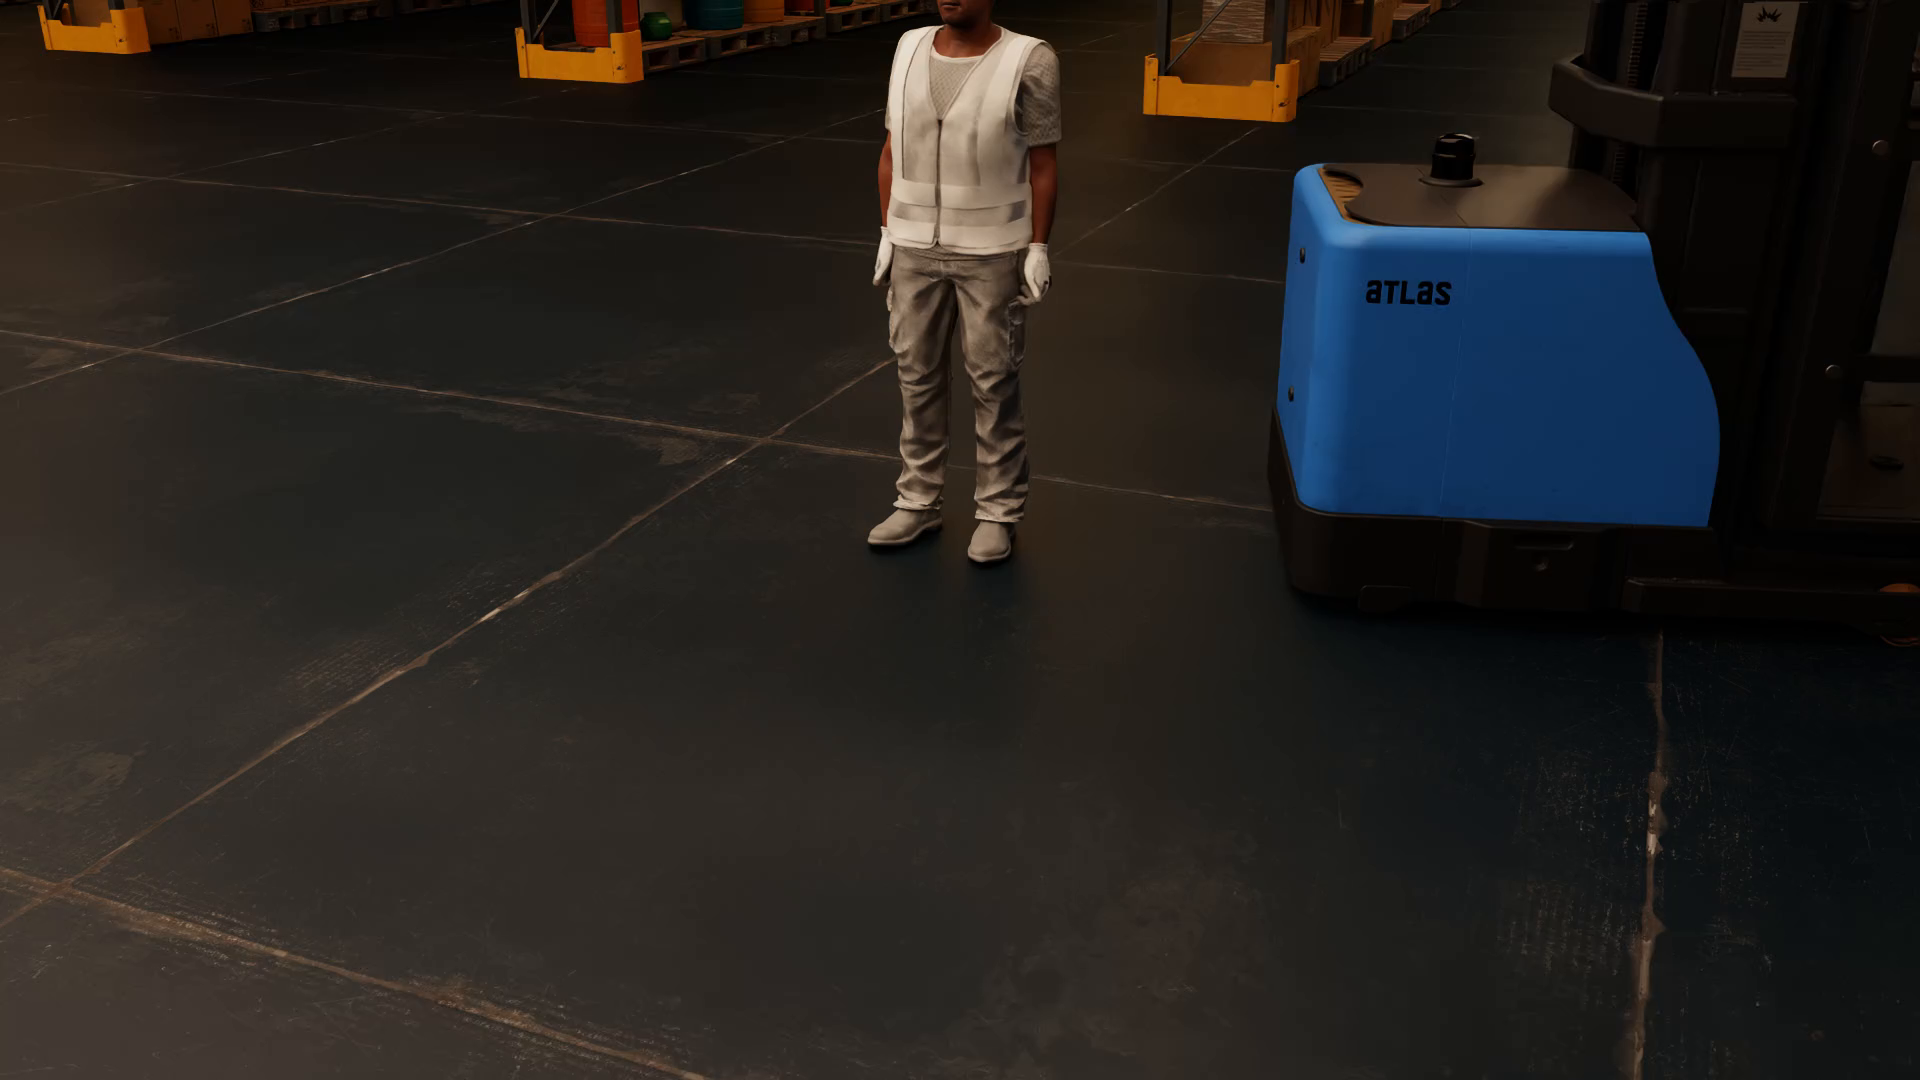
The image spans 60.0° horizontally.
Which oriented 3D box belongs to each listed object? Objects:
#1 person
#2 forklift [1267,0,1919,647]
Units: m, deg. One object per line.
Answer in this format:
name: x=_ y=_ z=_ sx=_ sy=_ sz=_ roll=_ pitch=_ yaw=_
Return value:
person: x=0.001 y=-0.822 z=4.746 sx=0.543 sy=1.789 sz=0.387 roll=9 pitch=24 yaw=21
forklift: x=2.465 y=-1.277 z=4.347 sx=3.031 sy=2.935 sz=1.130 roll=2 pitch=23 yaw=5
